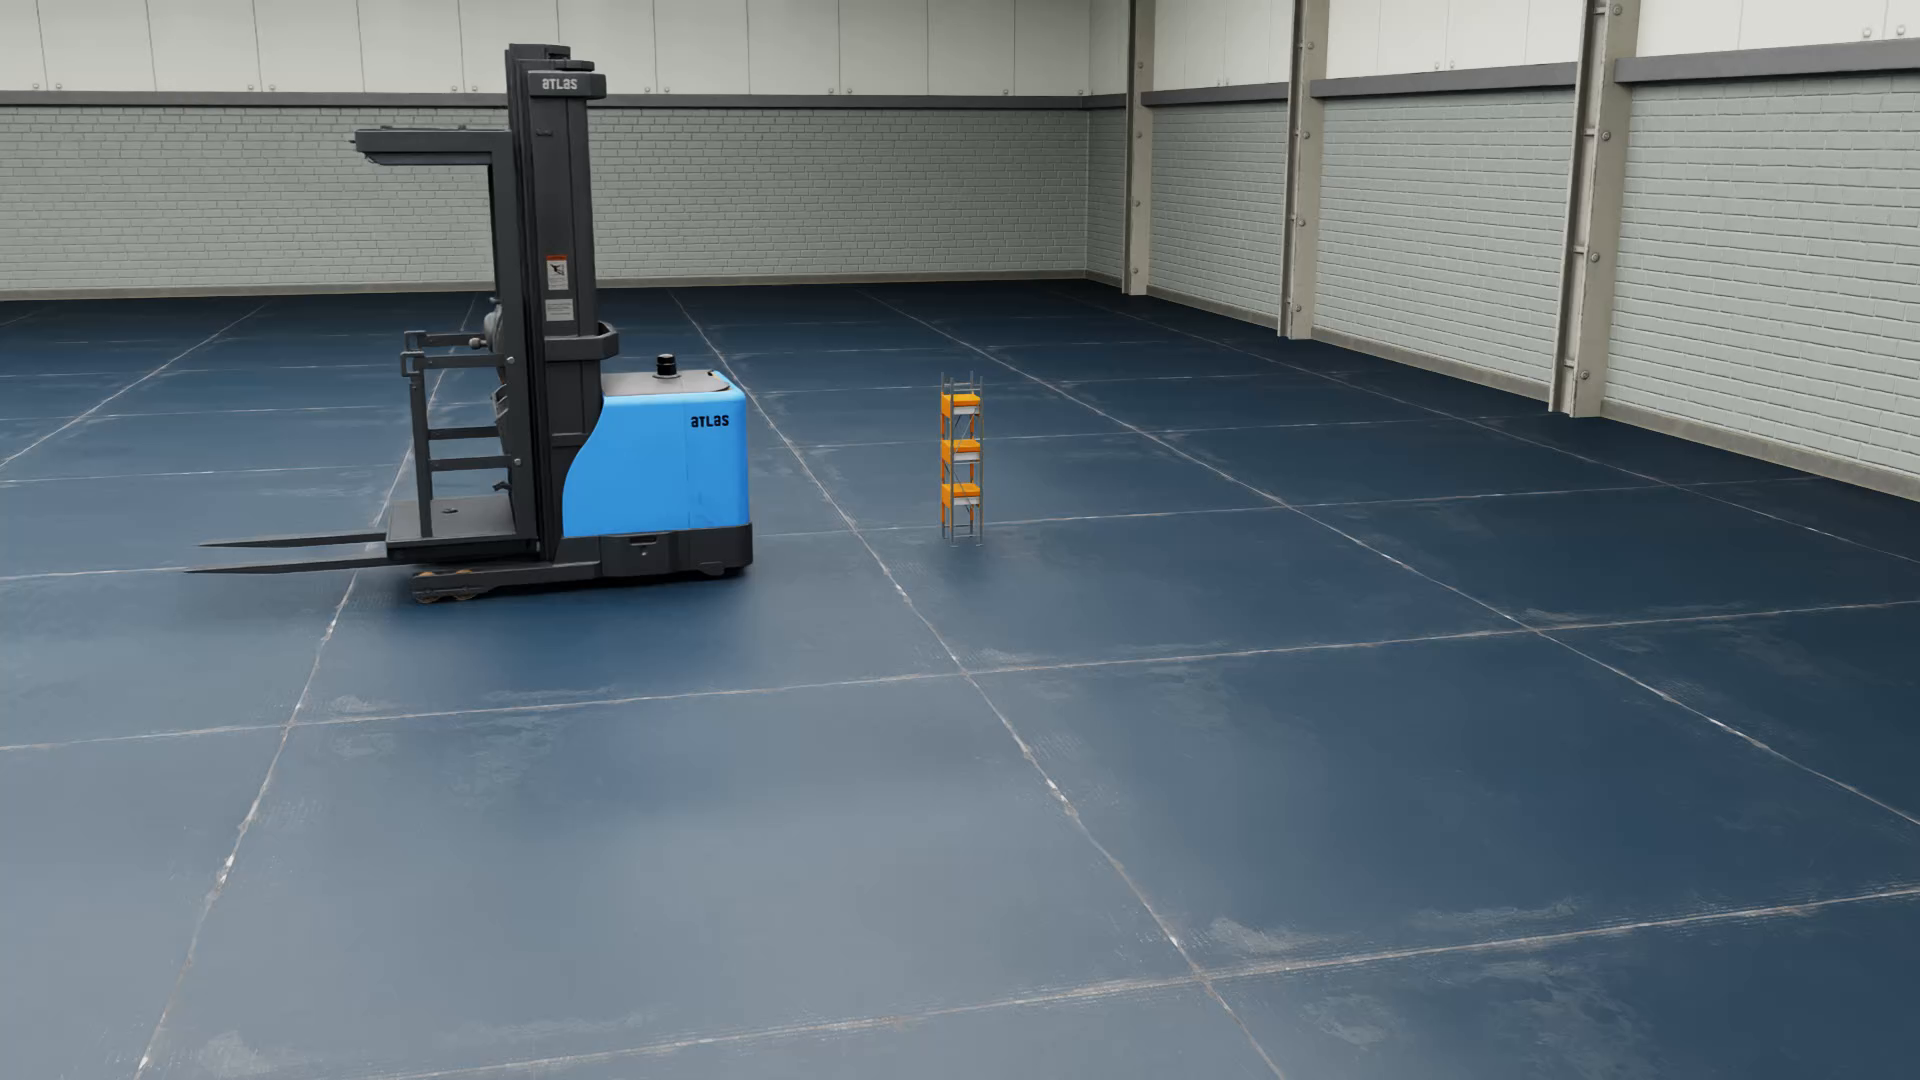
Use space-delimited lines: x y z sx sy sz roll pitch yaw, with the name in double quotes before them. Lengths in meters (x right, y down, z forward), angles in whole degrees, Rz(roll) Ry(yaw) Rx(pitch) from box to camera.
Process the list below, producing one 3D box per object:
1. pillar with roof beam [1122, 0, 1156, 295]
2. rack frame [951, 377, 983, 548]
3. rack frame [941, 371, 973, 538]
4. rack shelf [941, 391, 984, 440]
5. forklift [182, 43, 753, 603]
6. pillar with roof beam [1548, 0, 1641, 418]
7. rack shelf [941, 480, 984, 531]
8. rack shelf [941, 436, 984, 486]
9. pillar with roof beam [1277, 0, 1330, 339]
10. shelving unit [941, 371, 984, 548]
"pillar with roof beam" -1.398 -8.053 24.429 9.100 9.000 0.400 -3 14 -13
"rack frame" 0.041 -0.470 10.137 0.200 1.050 0.008 -3 14 -13
"rack frame" -0.016 -0.526 10.367 0.200 1.050 0.008 -3 14 -13
"rack shelf" 0.013 -0.763 10.187 0.215 0.259 0.240 -3 14 -13
"forklift" -2.769 -1.222 9.251 3.031 2.935 1.130 -4 14 -16
"pillar with roof beam" 1.420 -5.285 13.098 9.100 9.000 0.400 -3 14 -13
"rack shelf" 0.013 -0.217 10.320 0.215 0.259 0.240 -3 14 -13
"rack shelf" 0.013 -0.487 10.254 0.215 0.259 0.240 -3 14 -13
"pillar with roof beam" 0.011 -6.669 18.764 9.100 9.000 0.400 -3 14 -13
"shelving unit" 0.013 -0.498 10.252 0.215 1.050 0.252 -3 14 -13
